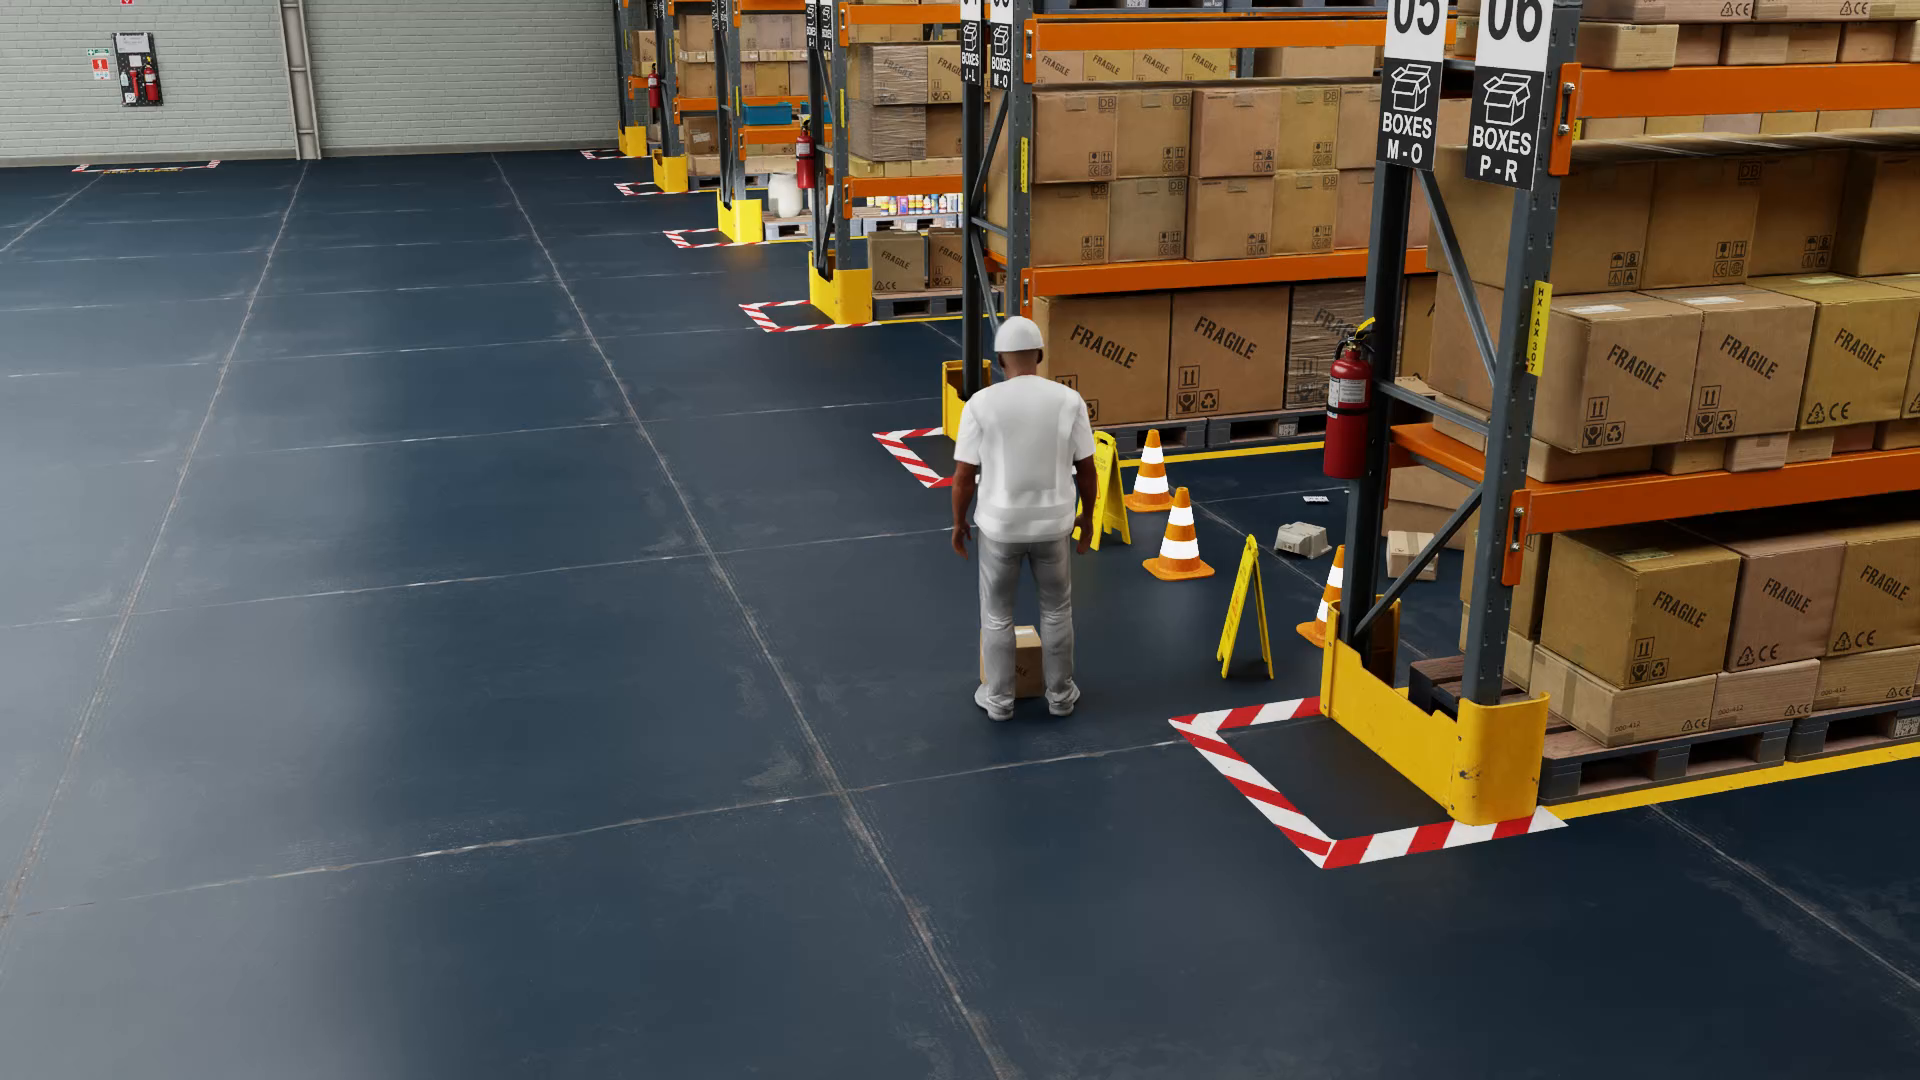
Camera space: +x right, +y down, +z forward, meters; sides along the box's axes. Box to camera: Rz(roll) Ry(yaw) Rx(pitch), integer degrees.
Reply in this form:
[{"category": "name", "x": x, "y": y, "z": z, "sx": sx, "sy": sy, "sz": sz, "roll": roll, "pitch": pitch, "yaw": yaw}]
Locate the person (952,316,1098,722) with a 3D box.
[{"category": "person", "x": 0.274, "y": -0.081, "z": 7.142, "sx": 0.626, "sy": 1.761, "sz": 0.458, "roll": -2, "pitch": 19, "yaw": -6}]
